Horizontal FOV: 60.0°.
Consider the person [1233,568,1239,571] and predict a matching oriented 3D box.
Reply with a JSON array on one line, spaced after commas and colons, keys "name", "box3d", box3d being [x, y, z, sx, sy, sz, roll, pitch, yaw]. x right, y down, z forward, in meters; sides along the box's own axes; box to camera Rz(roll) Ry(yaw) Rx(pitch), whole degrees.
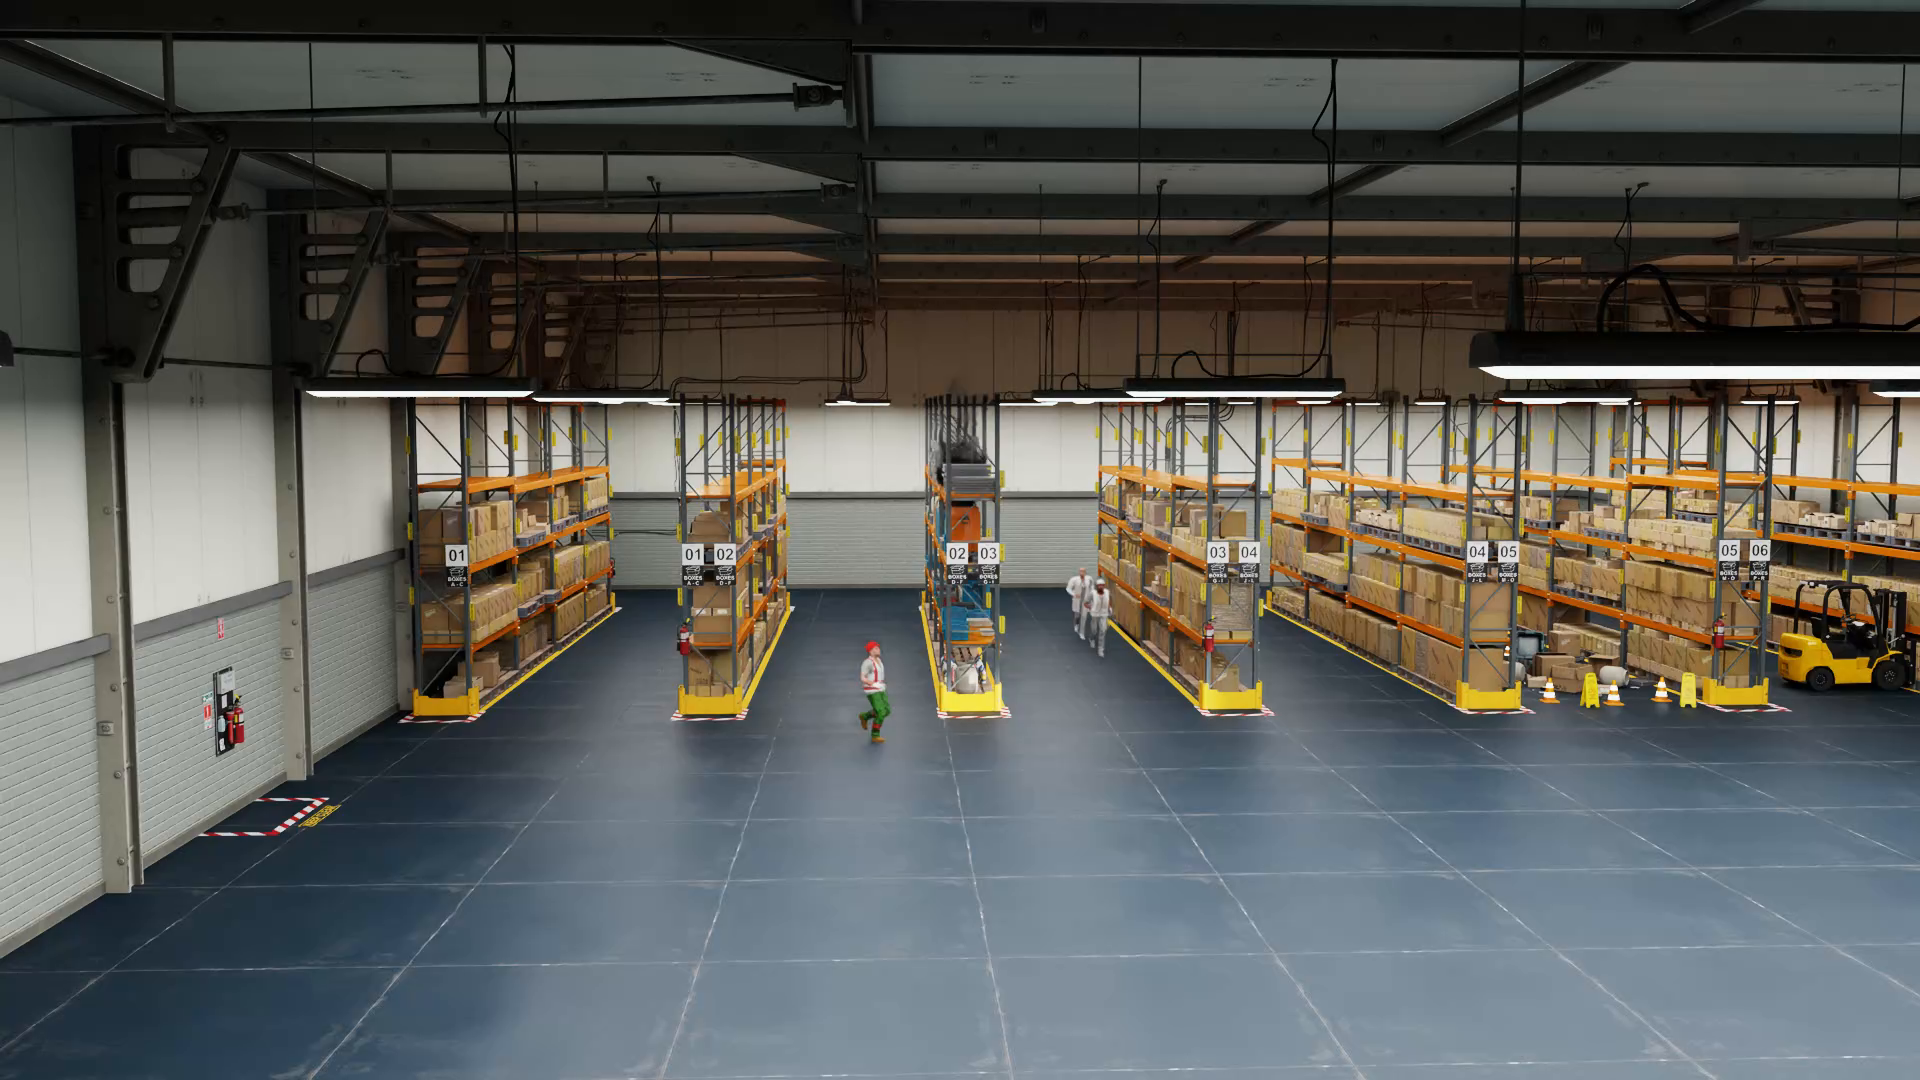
[{"name": "person", "box3d": [7.707, 1.334, 46.275, 0.594, 1.585, 0.912, 1, 5, 14]}]

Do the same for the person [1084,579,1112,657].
[{"name": "person", "box3d": [3.224, 1.774, 38.668, 0.707, 1.757, 1.027, -1, 5, -11]}]

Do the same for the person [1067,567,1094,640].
[{"name": "person", "box3d": [3.027, 1.554, 41.631, 0.734, 1.774, 1.075, -1, 5, -7]}]

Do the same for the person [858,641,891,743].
[{"name": "person", "box3d": [-1.505, 2.602, 28.590, 0.602, 1.737, 0.704, 2, 5, 20]}]
